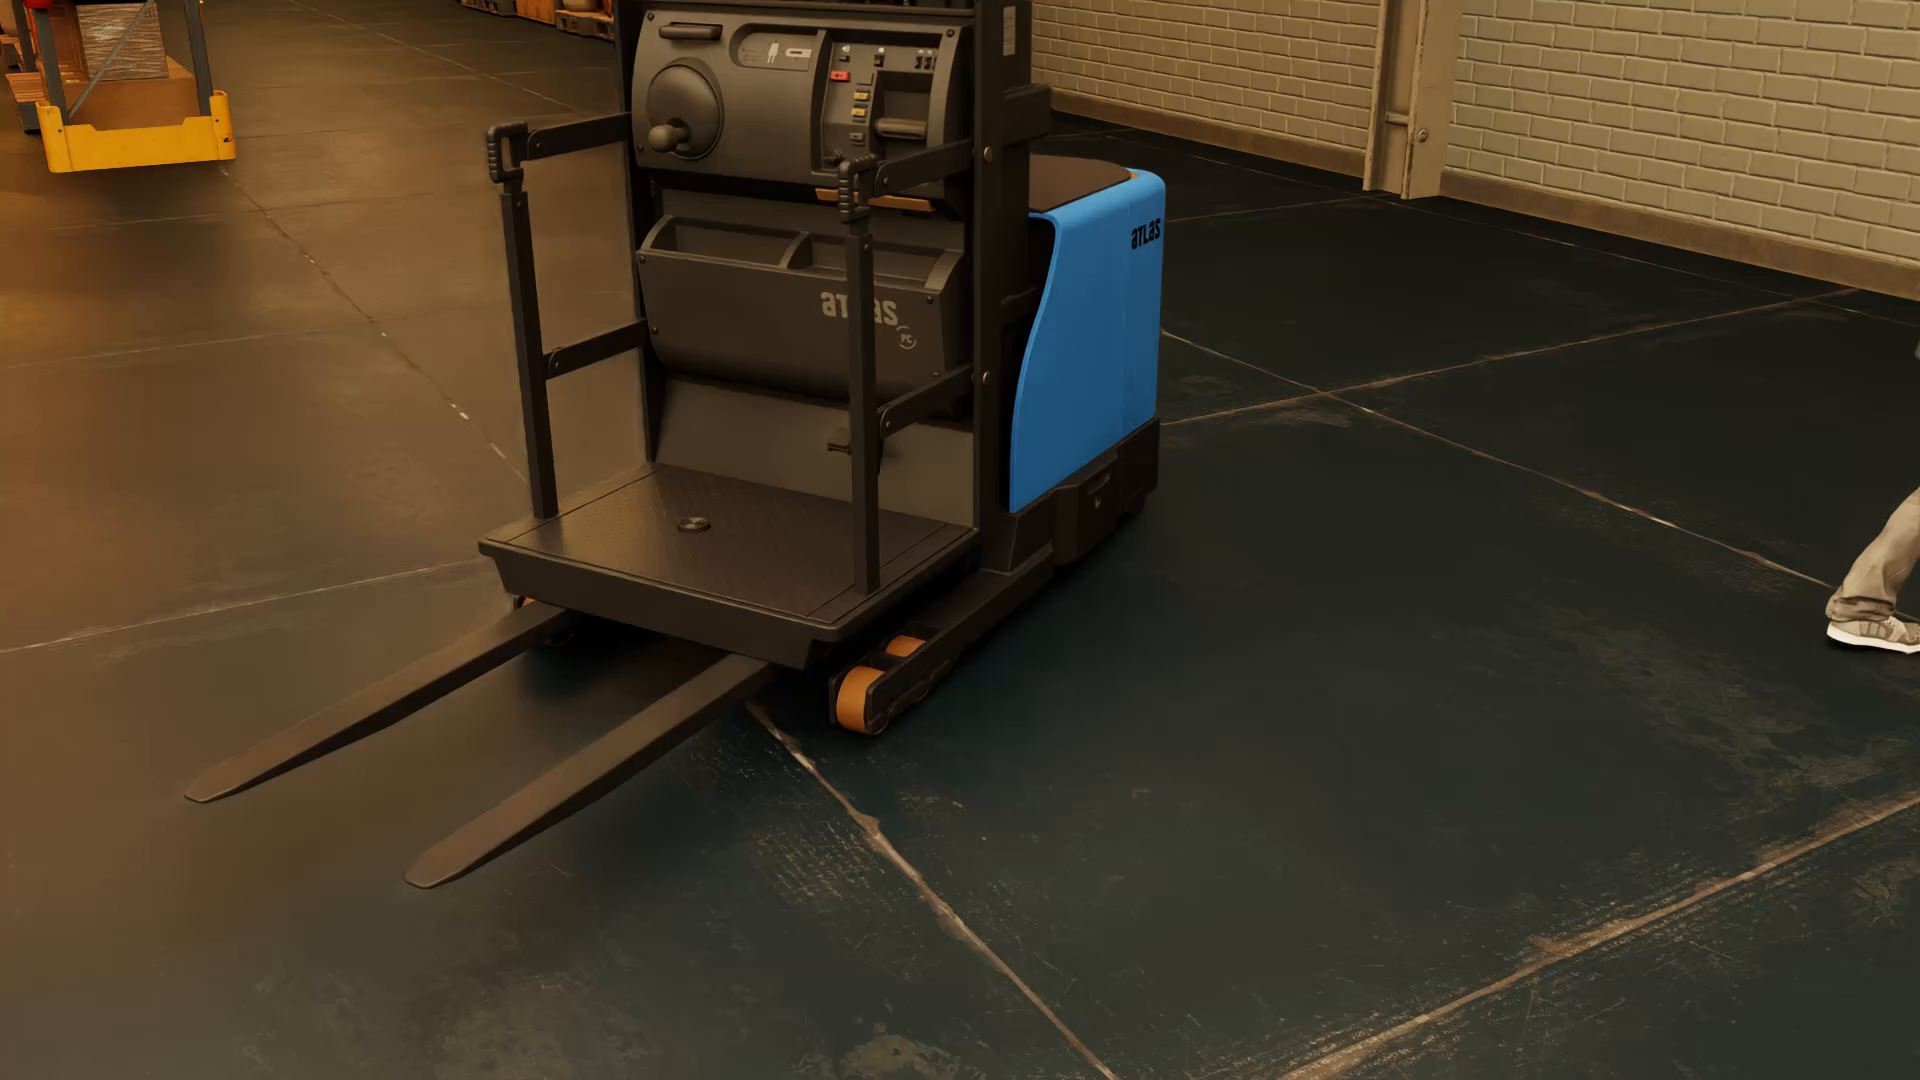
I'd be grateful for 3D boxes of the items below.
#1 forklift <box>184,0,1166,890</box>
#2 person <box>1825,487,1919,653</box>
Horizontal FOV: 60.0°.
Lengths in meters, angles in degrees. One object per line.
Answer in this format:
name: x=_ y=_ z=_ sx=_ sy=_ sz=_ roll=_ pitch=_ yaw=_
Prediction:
forklift: x=-0.520 y=-1.083 z=3.912 sx=1.130 sy=2.935 sz=3.031 roll=12 pitch=25 yaw=27
person: x=2.619 y=-0.380 z=4.023 sx=0.681 sy=1.583 sz=0.834 roll=3 pitch=23 yaw=8
